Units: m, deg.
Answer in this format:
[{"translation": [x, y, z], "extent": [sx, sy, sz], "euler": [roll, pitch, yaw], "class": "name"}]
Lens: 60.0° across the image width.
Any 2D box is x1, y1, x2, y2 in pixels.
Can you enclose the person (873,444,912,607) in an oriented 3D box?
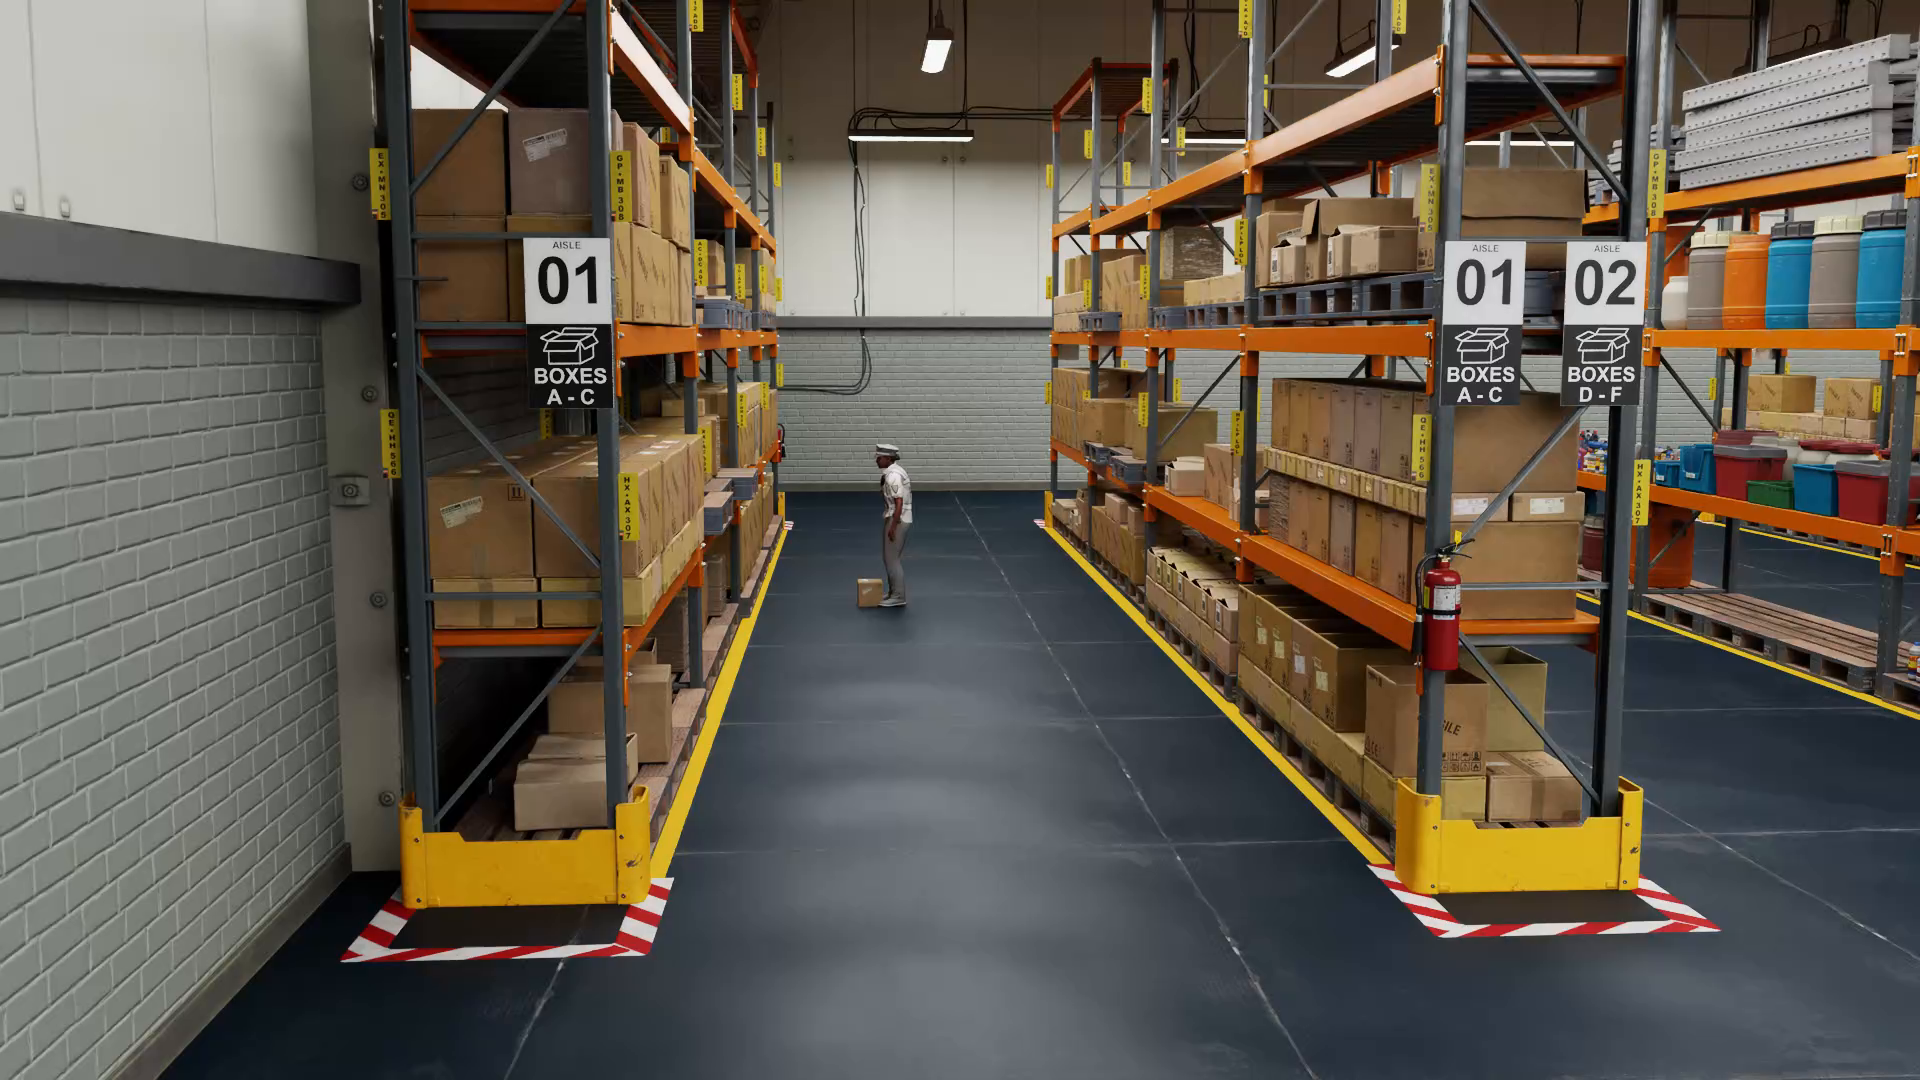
[{"translation": [-0.690, -0.158, 17.049], "extent": [0.394, 1.659, 0.532], "euler": [-1, 7, -7], "class": "person"}]
